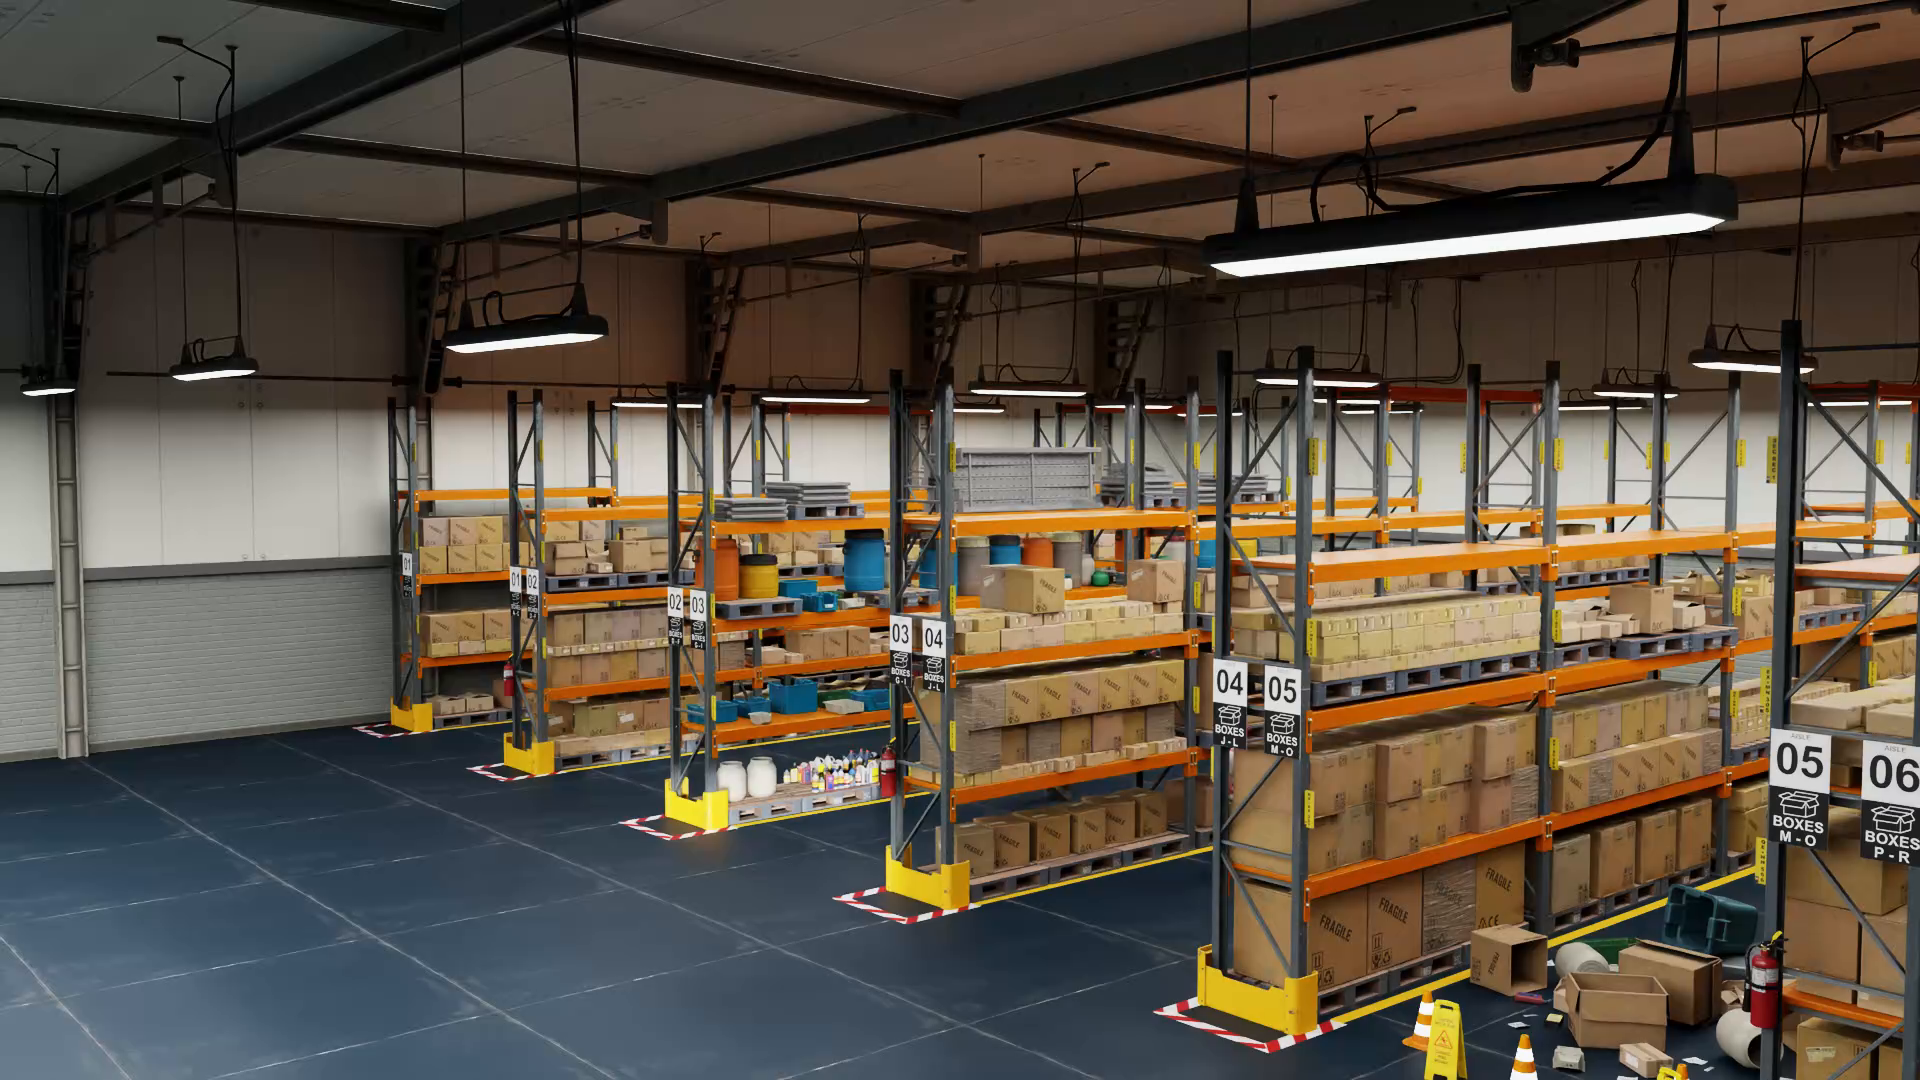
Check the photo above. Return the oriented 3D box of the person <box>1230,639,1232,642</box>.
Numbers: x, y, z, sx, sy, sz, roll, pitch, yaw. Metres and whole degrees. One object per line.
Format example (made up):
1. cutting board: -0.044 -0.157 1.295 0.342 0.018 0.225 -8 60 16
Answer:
1. person: 6.644 1.862 41.537 0.616 1.749 0.852 -1 4 -24

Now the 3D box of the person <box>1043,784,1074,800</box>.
1. person: 1.472 2.881 24.123 0.521 1.832 0.626 -1 3 -14

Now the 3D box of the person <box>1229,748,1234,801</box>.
1. person: 3.272 3.093 19.953 0.402 1.795 0.592 1 4 20
